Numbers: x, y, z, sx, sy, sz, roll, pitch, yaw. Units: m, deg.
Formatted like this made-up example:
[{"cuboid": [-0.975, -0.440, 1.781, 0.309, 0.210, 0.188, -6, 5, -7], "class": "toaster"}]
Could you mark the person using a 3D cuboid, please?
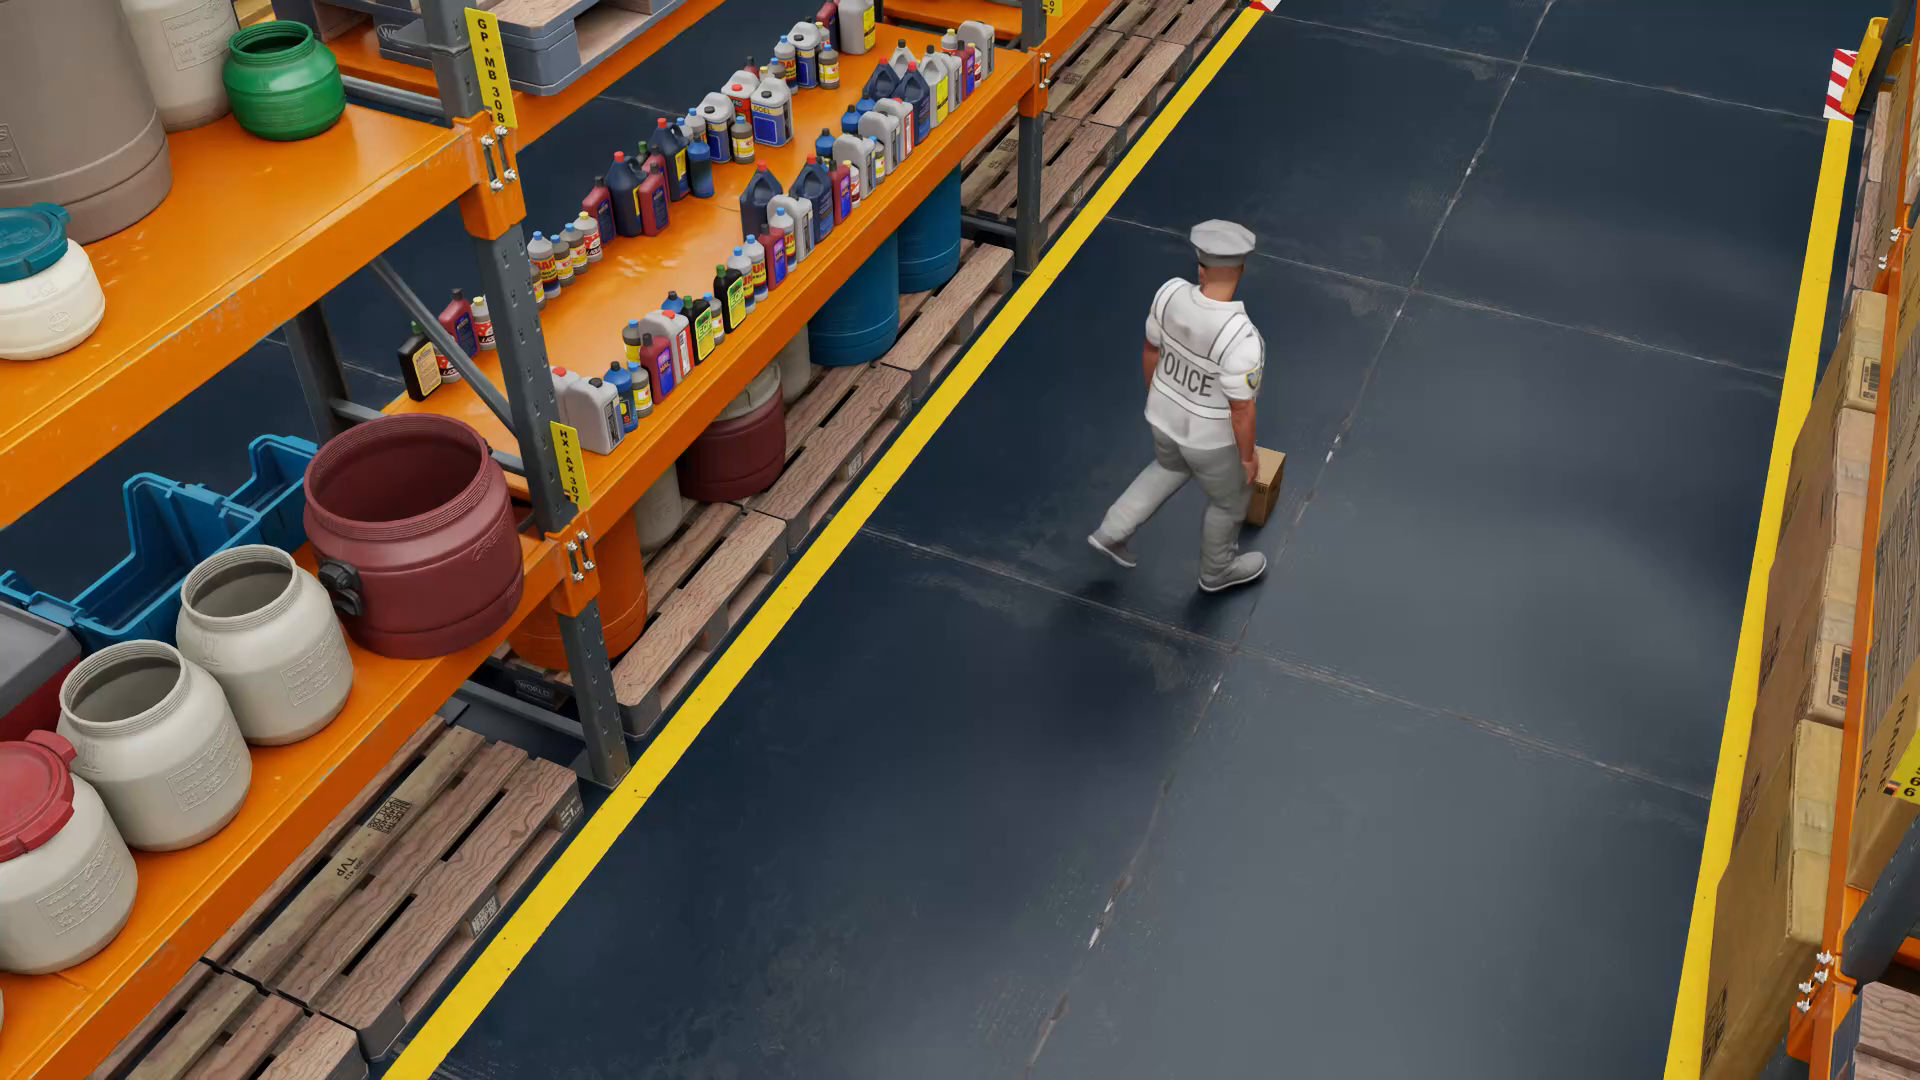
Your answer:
[{"cuboid": [0.954, -0.470, 6.673, 0.728, 1.729, 0.582, -26, 48, -26], "class": "person"}]
